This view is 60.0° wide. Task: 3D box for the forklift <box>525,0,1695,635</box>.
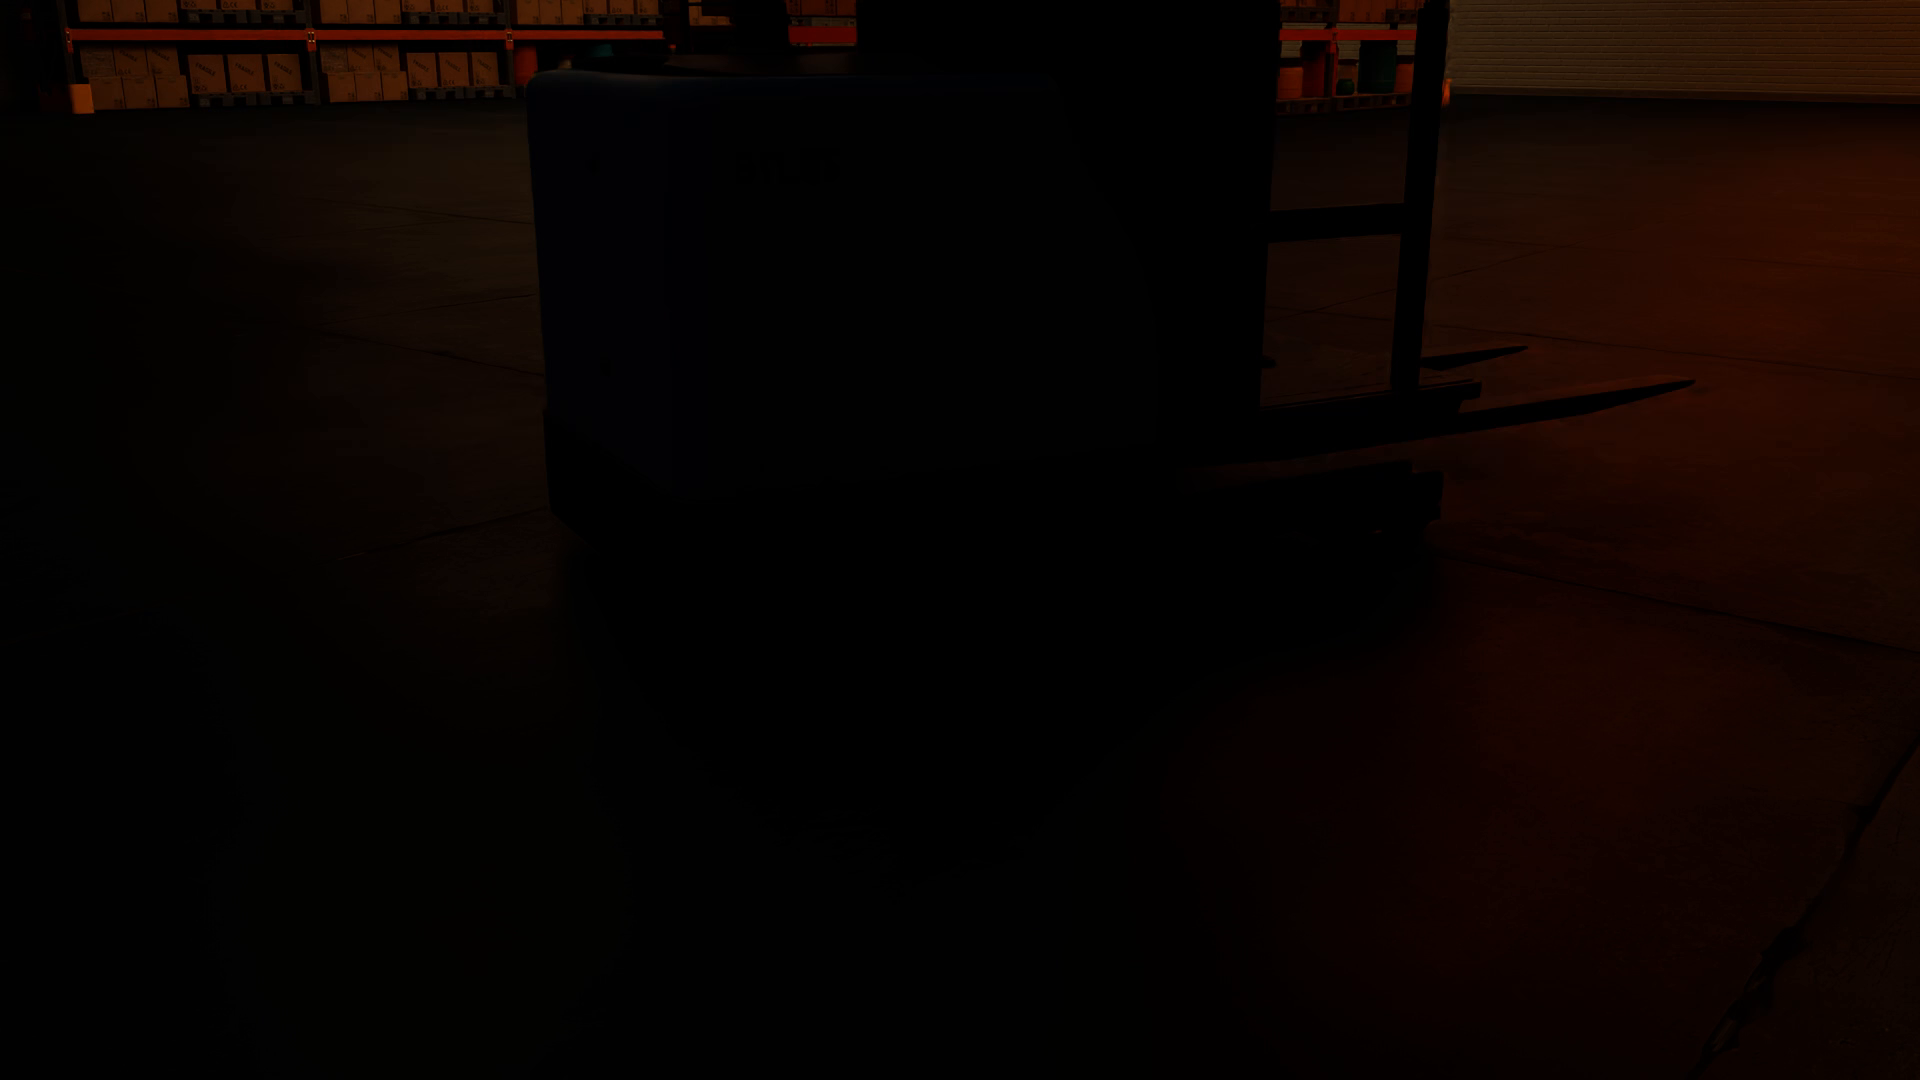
[{"bbox_3d":[0.567,-1.506,3.857,3.031,2.935,1.130,-9,19,-28],"label":"forklift"}]
